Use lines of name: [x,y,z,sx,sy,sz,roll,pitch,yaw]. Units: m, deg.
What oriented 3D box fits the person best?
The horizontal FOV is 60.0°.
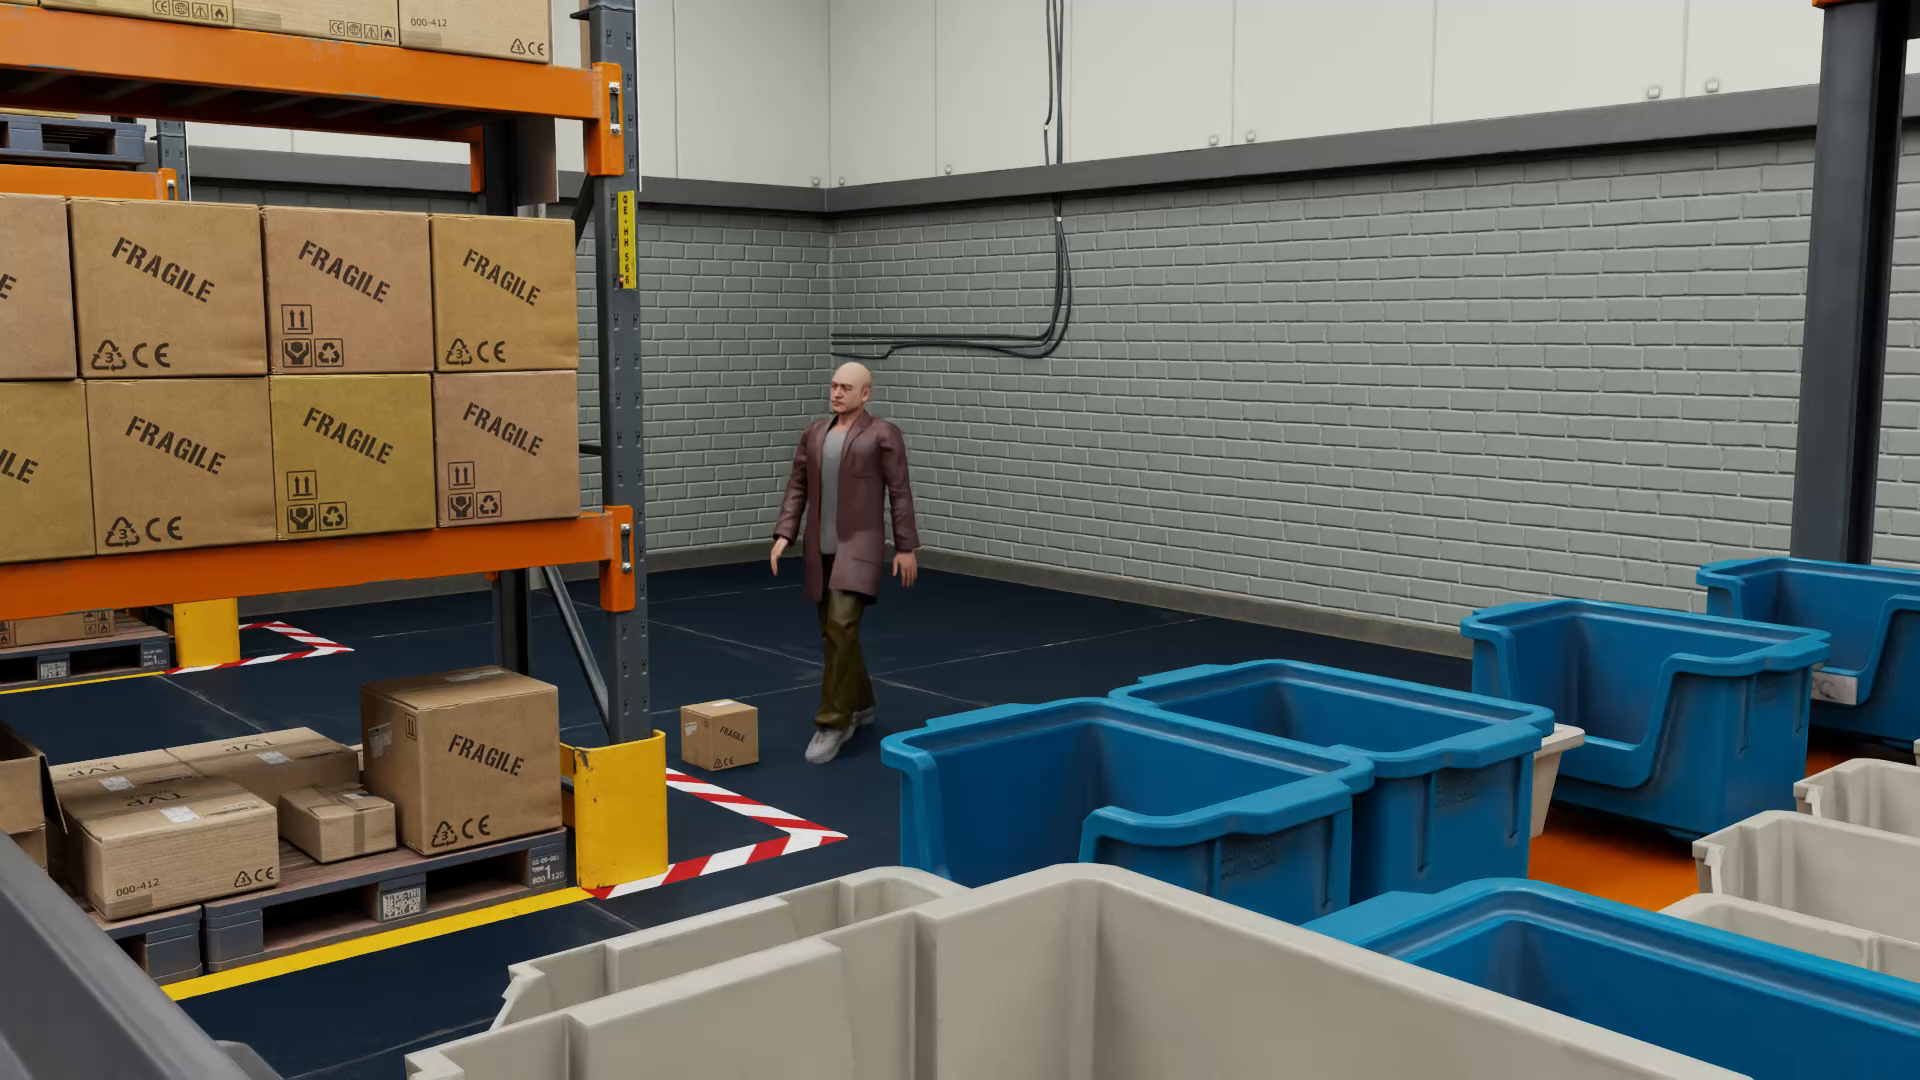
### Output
person: [-0.610,0.077,7.745,0.652,1.796,0.743,5,9,33]
